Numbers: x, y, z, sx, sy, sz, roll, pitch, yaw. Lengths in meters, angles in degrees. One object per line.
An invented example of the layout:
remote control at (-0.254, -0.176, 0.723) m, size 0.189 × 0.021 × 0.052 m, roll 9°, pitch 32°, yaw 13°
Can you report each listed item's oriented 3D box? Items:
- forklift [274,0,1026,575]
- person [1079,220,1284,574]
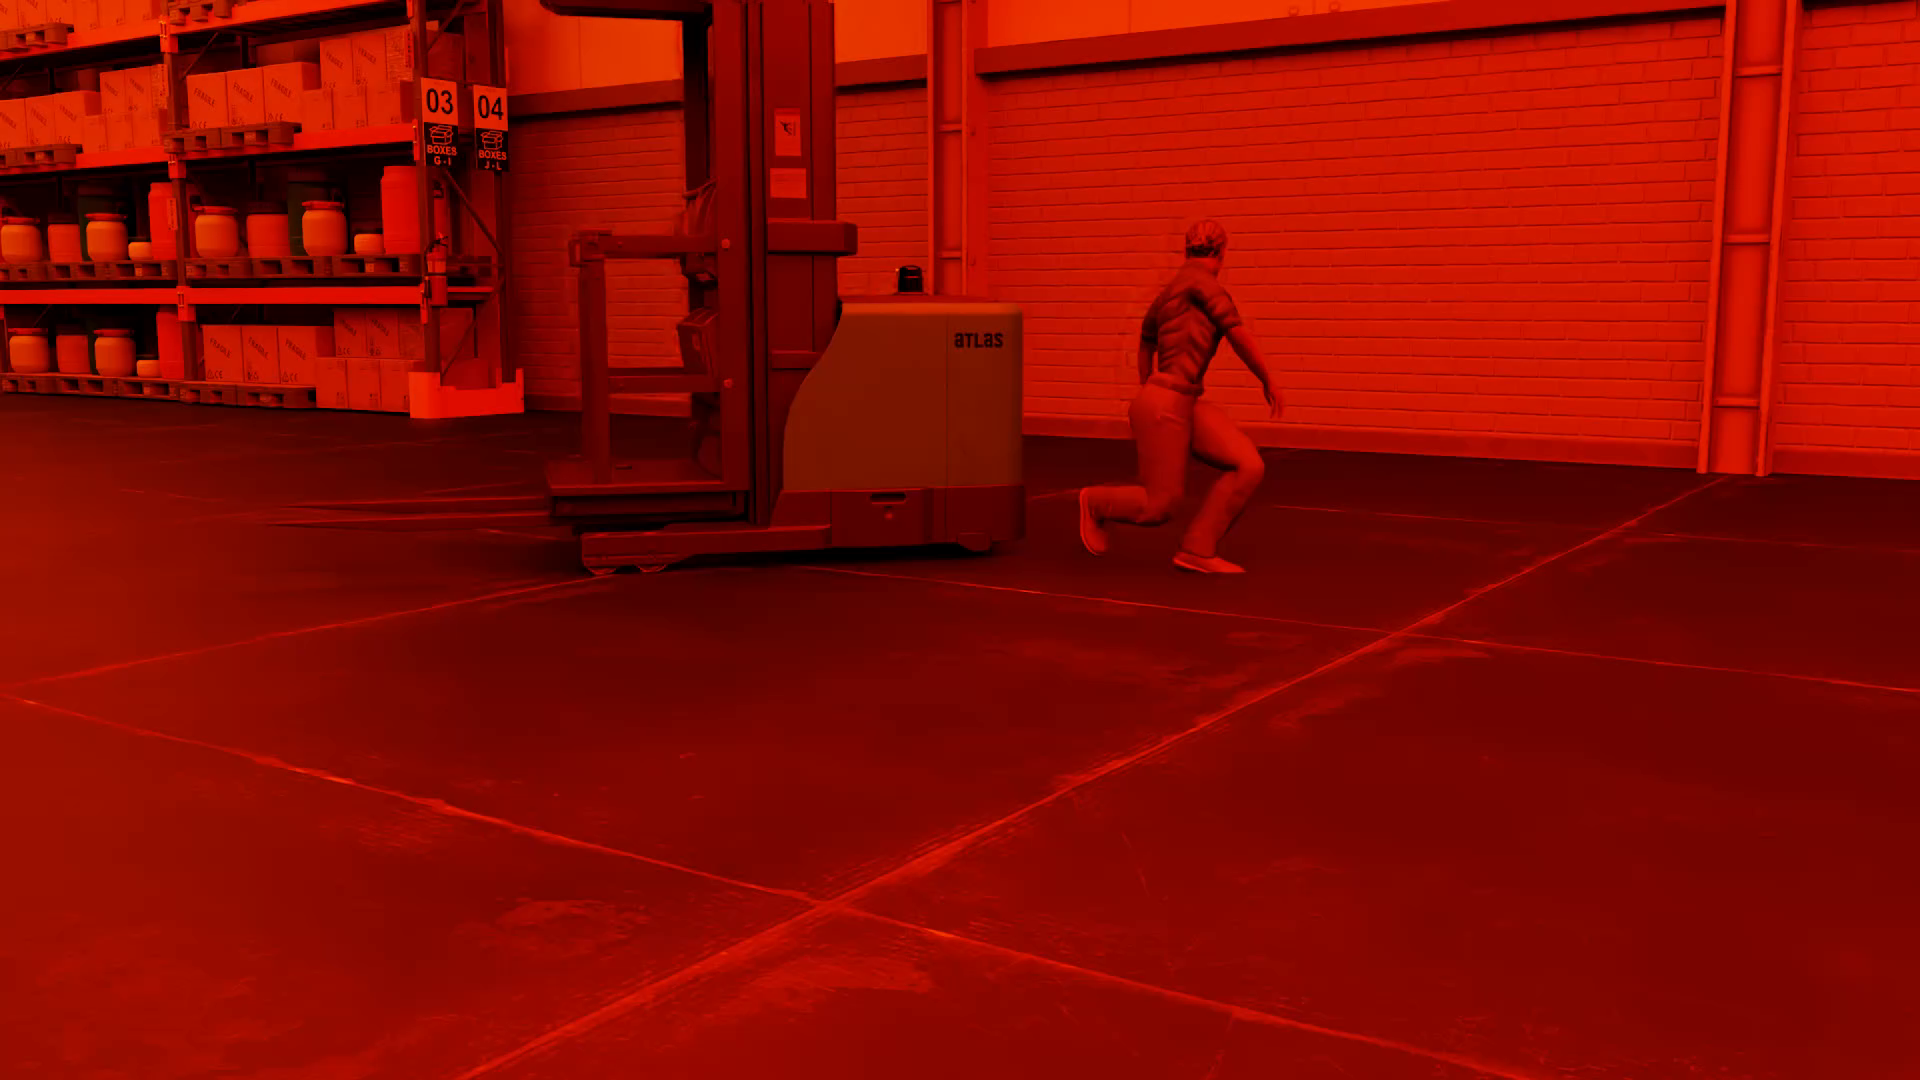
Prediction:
forklift at (-1.294, -1.395, 7.000) m, size 3.031 × 2.935 × 1.130 m, roll -2°, pitch 8°, yaw -15°
person at (0.888, -0.573, 6.750) m, size 0.848 × 1.434 × 0.582 m, roll 4°, pitch 9°, yaw 24°
